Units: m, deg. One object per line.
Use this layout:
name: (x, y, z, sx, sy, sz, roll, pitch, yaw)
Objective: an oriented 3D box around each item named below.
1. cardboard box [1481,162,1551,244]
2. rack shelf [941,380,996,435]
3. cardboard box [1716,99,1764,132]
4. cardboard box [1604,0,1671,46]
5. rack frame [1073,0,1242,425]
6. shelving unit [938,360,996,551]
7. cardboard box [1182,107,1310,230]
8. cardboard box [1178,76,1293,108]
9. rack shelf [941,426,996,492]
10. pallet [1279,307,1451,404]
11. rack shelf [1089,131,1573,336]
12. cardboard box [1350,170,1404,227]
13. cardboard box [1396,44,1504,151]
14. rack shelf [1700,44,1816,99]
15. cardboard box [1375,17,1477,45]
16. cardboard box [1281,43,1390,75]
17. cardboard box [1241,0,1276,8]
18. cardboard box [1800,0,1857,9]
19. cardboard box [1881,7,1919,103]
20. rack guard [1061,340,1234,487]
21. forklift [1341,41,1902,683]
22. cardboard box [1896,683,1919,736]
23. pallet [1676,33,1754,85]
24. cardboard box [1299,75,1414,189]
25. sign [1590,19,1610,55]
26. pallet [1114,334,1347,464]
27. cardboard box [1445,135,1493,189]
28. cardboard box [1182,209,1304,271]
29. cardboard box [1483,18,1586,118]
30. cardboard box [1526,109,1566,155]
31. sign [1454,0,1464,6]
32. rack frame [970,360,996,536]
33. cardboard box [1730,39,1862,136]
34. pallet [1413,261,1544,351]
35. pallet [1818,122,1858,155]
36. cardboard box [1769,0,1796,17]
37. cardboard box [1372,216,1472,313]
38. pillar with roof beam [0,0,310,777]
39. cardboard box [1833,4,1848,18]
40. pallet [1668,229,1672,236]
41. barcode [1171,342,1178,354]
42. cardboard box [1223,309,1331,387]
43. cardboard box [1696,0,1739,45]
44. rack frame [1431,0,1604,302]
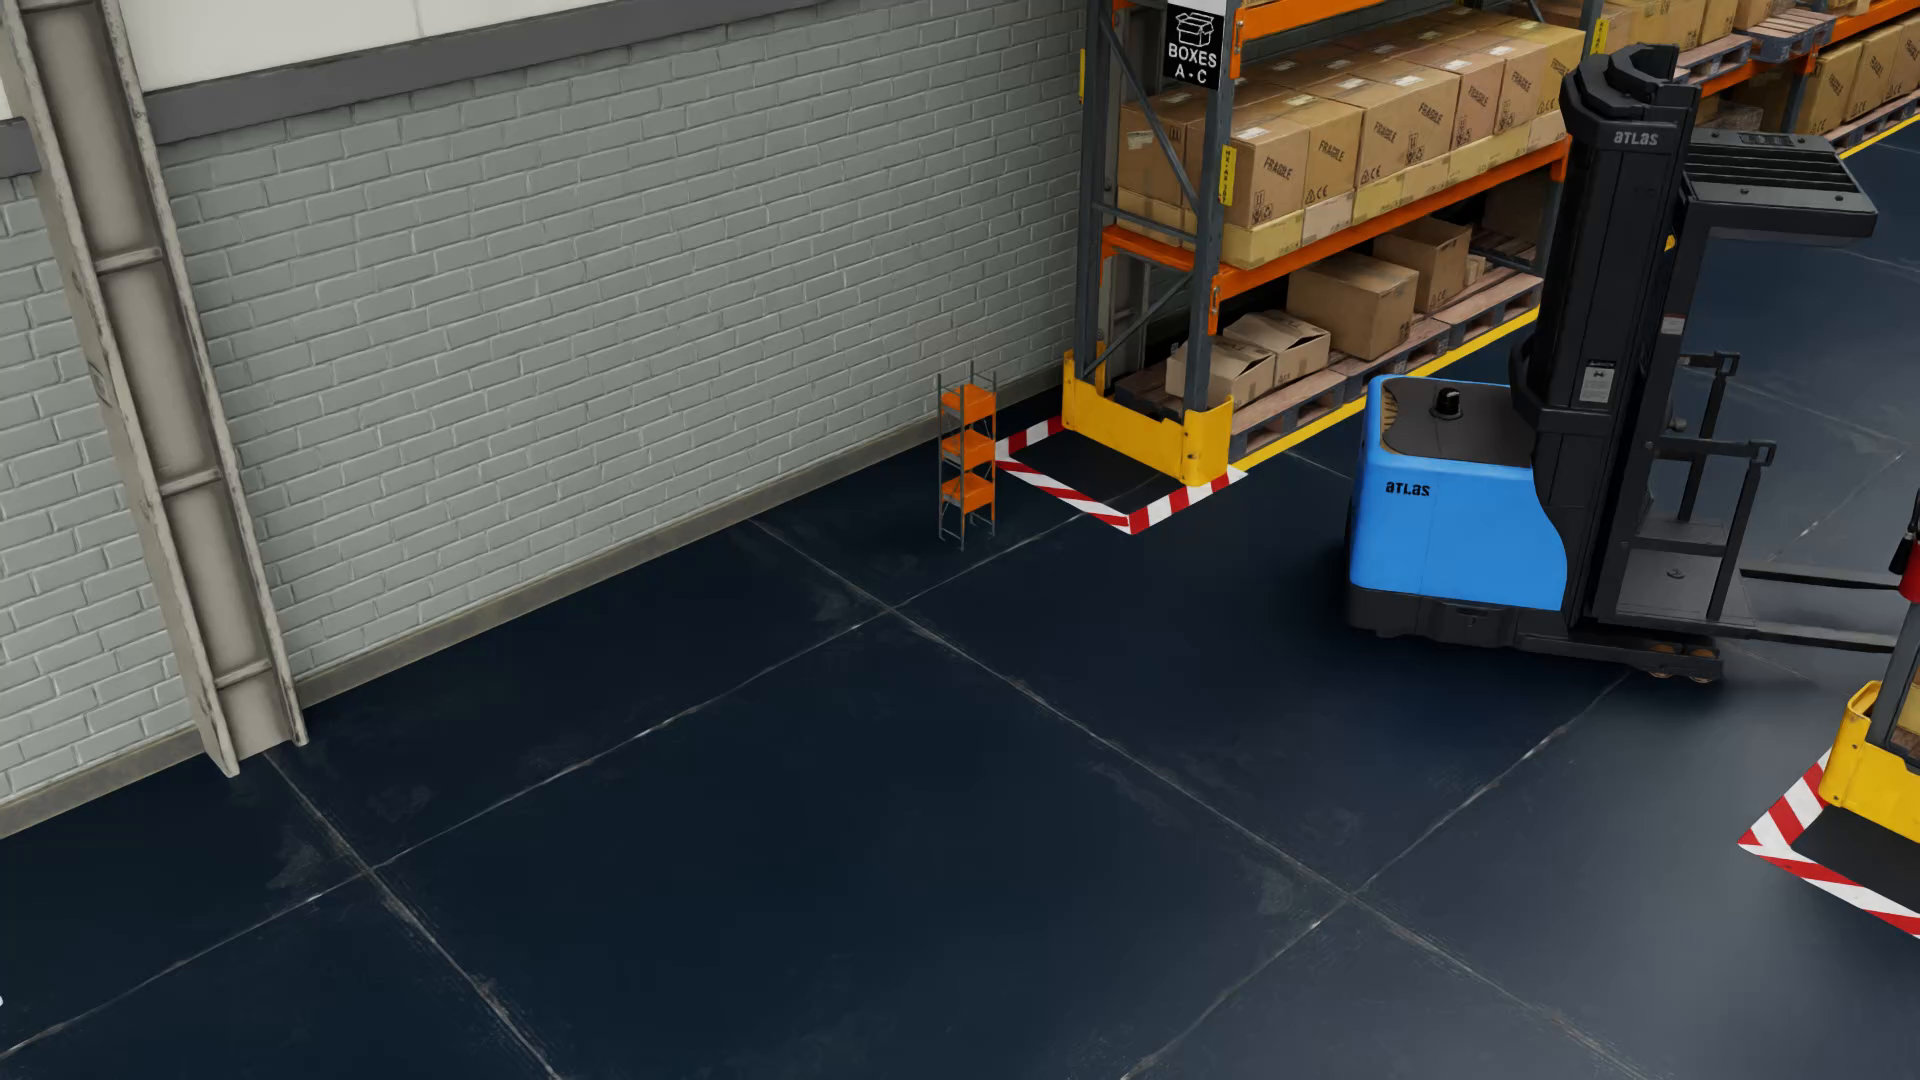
cardboard box: (4.562, -2.653, 13.023, 0.500, 0.500, 0.700, -24, 39, -34)
rack shelf: (0.039, -0.700, 9.199, 0.240, 0.259, 0.215, -26, 40, -35)
cardboard box: (6.474, -3.529, 14.455, 0.500, 0.500, 0.700, -25, 39, -35)
cardboard box: (4.844, -3.858, 12.501, 0.500, 0.500, 0.700, -21, 37, -31)
rack frame: (1.100, -1.846, 9.728, 0.127, 3.000, 1.000, -26, 40, -35)
shelving unit: (0.039, -0.467, 9.342, 0.252, 1.050, 0.215, -26, 40, -35)
cardboard box: (1.654, -2.165, 9.655, 0.500, 0.500, 0.500, -26, 40, -35)
cardboard box: (1.677, -2.534, 10.258, 0.500, 0.500, 0.500, -25, 39, -35)
rack shelf: (0.039, -0.458, 9.347, 0.240, 0.259, 0.215, -26, 40, -35)
pallet: (2.670, -1.388, 11.653, 1.213, 0.211, 1.003, -26, 40, -35)
rack shelf: (2.567, -2.248, 11.076, 4.000, 0.370, 1.077, -26, 40, -35)
cardboard box: (2.422, -2.210, 10.448, 0.500, 0.250, 0.500, -27, 40, -36)
cardboard box: (3.158, -2.889, 10.840, 0.500, 0.500, 0.500, -27, 41, -37)
rack shelf: (5.500, -3.667, 13.396, 4.000, 0.370, 1.077, -26, 40, -35)
cardboard box: (3.165, -3.260, 11.447, 0.500, 0.500, 0.500, -26, 40, -36)
cardboard box: (2.422, -2.897, 10.853, 0.500, 0.500, 0.500, -25, 39, -35)
cardboard box: (1.515, -3.200, 8.952, 0.500, 0.500, 0.500, -25, 39, -34)
cardboard box: (7.496, -4.936, 14.381, 0.500, 0.500, 0.500, -24, 39, -34)
cardboard box: (8.861, -4.768, 16.164, 0.750, 0.750, 0.750, -24, 39, -34)
rack guard: (1.156, -0.806, 10.424, 0.348, 0.500, 1.175, -26, 40, -35)
forklift: (3.584, -0.834, 8.139, 3.031, 2.935, 1.130, 7, 32, 11)
cardboard box: (4.663, 0.738, 7.735, 0.500, 0.250, 0.500, -26, 40, -35)
pallet: (5.543, -3.884, 13.244, 1.213, 0.211, 1.003, -26, 40, -35)
cardboard box: (2.407, -2.517, 10.231, 0.500, 0.500, 0.500, -27, 41, -37)
sign: (4.408, -3.429, 11.487, 0.005, 0.325, 0.100, -26, 40, -35)
pallet: (1.775, -0.958, 10.948, 1.213, 0.211, 1.003, -26, 40, -35)
cardboard box: (3.163, -2.567, 11.032, 0.500, 0.250, 0.500, -26, 40, -36)
cardboard box: (1.674, -1.842, 9.846, 0.500, 0.250, 0.500, -27, 41, -37)
cardboard box: (3.897, -3.243, 11.419, 0.500, 0.500, 0.500, -26, 40, -36)
cardboard box: (3.892, -2.925, 11.618, 0.500, 0.250, 0.500, -26, 40, -35)
sign: (3.653, -3.970, 12.091, 0.005, 0.325, 0.100, -26, 40, -35)
rack frame: (0.129, -0.510, 9.412, 0.008, 1.050, 0.200, -26, 40, -35)
cardboard box: (7.595, -4.156, 15.164, 0.750, 0.750, 0.750, -26, 40, -36)
pallet: (3.565, -1.823, 12.364, 1.213, 0.211, 1.003, -26, 40, -35)
pallet: (7.596, -3.745, 15.506, 1.213, 0.211, 1.003, -26, 40, -35)
cardboard box: (6.628, -4.743, 13.949, 0.700, 0.500, 0.500, 24, 39, 34)
cardboard box: (3.299, -2.003, 11.958, 0.500, 0.500, 0.500, 26, 40, 35)
pillar with roof beam: (-0.447, -1.209, 2.936, 0.400, 9.000, 9.100, -26, 40, -35)
cardboard box: (7.556, -4.699, 14.615, 0.250, 0.149, 0.380, -25, 39, -35)
pallet: (5.498, -2.787, 13.939, 1.213, 0.211, 1.003, -26, 40, -35)
barcode: (1.410, -1.261, 10.918, 0.075, 0.075, 0.001, -26, 40, -35)
cardboard box: (2.087, -1.300, 10.990, 0.500, 0.311, 0.500, -22, 38, -32)
cardboard box: (5.730, -4.293, 13.212, 0.500, 0.500, 0.700, -26, 40, -35)
rack frame: (4.033, -3.265, 12.048, 0.127, 3.000, 1.000, -26, 40, -35)
